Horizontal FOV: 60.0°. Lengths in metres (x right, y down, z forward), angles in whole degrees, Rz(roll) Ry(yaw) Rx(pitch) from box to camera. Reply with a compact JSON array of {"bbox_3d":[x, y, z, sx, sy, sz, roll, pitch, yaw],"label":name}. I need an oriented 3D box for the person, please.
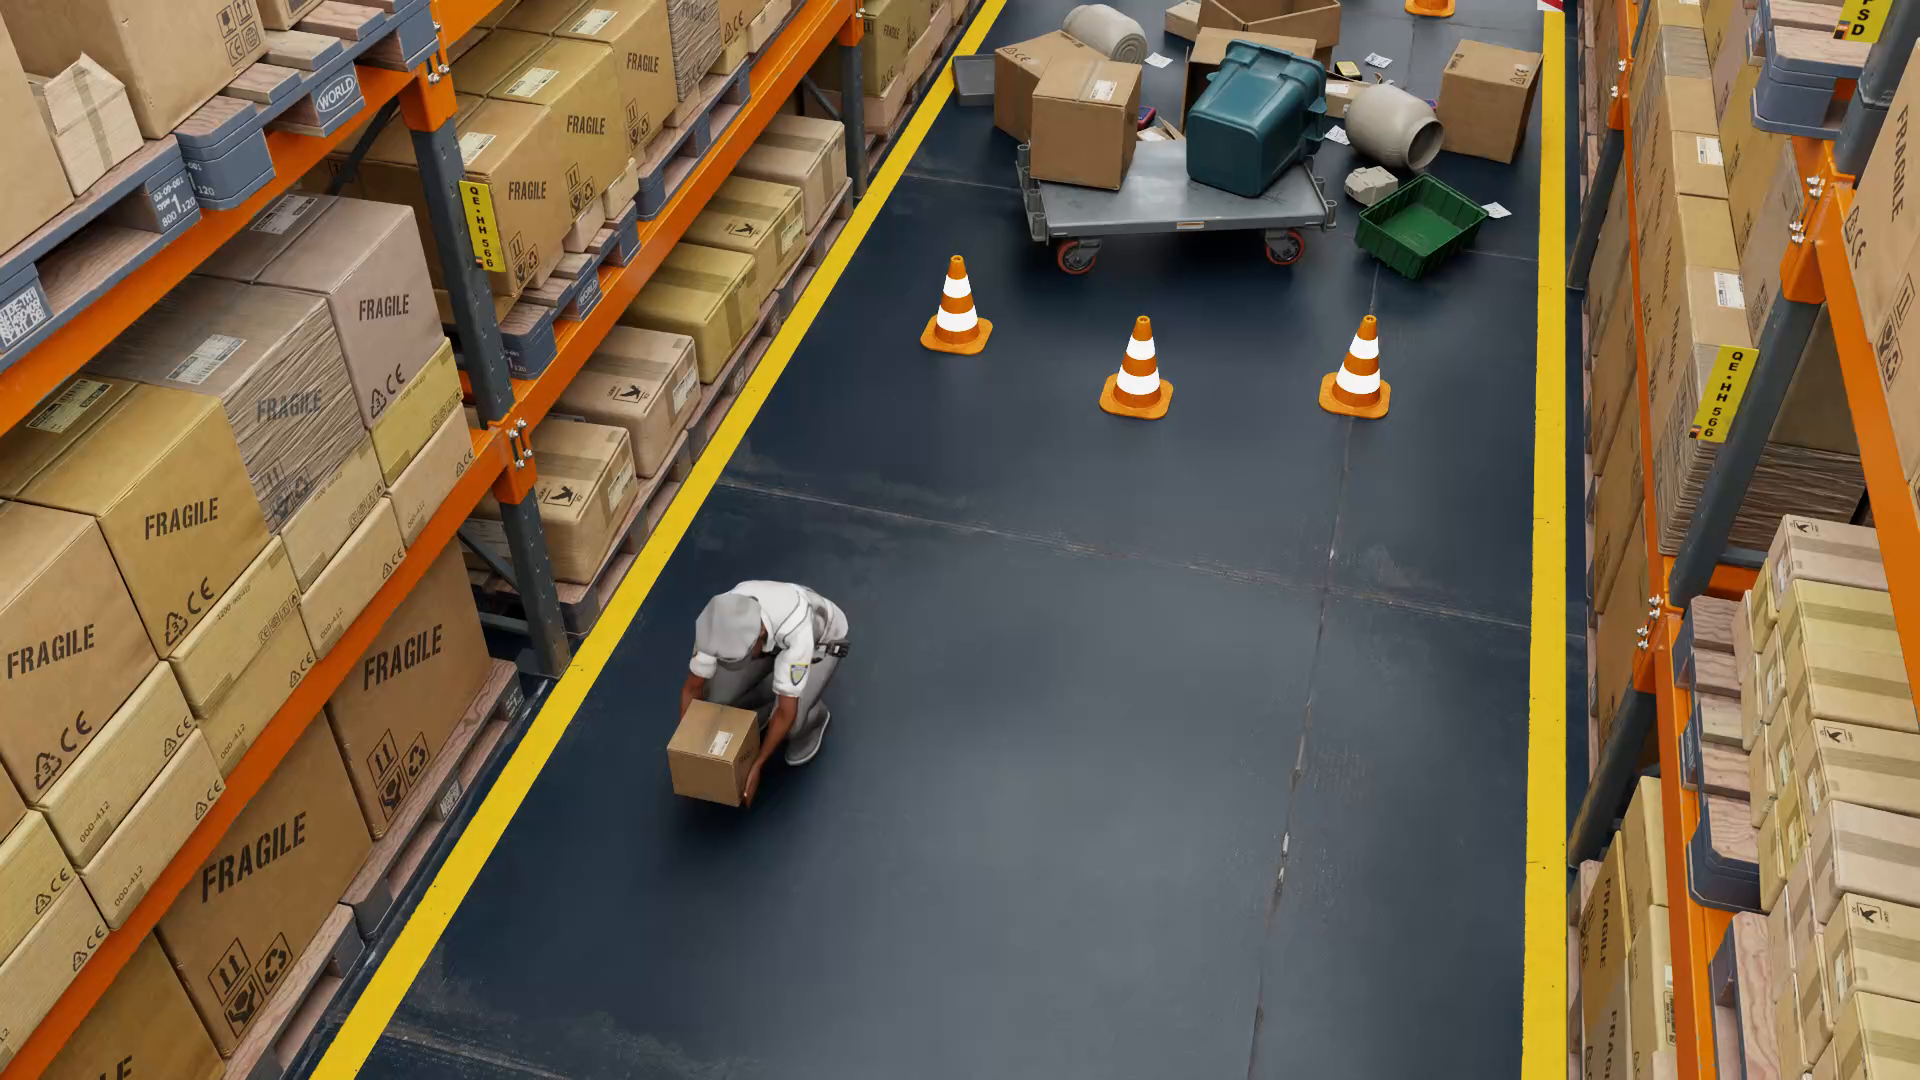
[{"bbox_3d":[-0.739,0.469,6.170,0.476,0.961,0.882,18,44,20],"label":"person"}]
